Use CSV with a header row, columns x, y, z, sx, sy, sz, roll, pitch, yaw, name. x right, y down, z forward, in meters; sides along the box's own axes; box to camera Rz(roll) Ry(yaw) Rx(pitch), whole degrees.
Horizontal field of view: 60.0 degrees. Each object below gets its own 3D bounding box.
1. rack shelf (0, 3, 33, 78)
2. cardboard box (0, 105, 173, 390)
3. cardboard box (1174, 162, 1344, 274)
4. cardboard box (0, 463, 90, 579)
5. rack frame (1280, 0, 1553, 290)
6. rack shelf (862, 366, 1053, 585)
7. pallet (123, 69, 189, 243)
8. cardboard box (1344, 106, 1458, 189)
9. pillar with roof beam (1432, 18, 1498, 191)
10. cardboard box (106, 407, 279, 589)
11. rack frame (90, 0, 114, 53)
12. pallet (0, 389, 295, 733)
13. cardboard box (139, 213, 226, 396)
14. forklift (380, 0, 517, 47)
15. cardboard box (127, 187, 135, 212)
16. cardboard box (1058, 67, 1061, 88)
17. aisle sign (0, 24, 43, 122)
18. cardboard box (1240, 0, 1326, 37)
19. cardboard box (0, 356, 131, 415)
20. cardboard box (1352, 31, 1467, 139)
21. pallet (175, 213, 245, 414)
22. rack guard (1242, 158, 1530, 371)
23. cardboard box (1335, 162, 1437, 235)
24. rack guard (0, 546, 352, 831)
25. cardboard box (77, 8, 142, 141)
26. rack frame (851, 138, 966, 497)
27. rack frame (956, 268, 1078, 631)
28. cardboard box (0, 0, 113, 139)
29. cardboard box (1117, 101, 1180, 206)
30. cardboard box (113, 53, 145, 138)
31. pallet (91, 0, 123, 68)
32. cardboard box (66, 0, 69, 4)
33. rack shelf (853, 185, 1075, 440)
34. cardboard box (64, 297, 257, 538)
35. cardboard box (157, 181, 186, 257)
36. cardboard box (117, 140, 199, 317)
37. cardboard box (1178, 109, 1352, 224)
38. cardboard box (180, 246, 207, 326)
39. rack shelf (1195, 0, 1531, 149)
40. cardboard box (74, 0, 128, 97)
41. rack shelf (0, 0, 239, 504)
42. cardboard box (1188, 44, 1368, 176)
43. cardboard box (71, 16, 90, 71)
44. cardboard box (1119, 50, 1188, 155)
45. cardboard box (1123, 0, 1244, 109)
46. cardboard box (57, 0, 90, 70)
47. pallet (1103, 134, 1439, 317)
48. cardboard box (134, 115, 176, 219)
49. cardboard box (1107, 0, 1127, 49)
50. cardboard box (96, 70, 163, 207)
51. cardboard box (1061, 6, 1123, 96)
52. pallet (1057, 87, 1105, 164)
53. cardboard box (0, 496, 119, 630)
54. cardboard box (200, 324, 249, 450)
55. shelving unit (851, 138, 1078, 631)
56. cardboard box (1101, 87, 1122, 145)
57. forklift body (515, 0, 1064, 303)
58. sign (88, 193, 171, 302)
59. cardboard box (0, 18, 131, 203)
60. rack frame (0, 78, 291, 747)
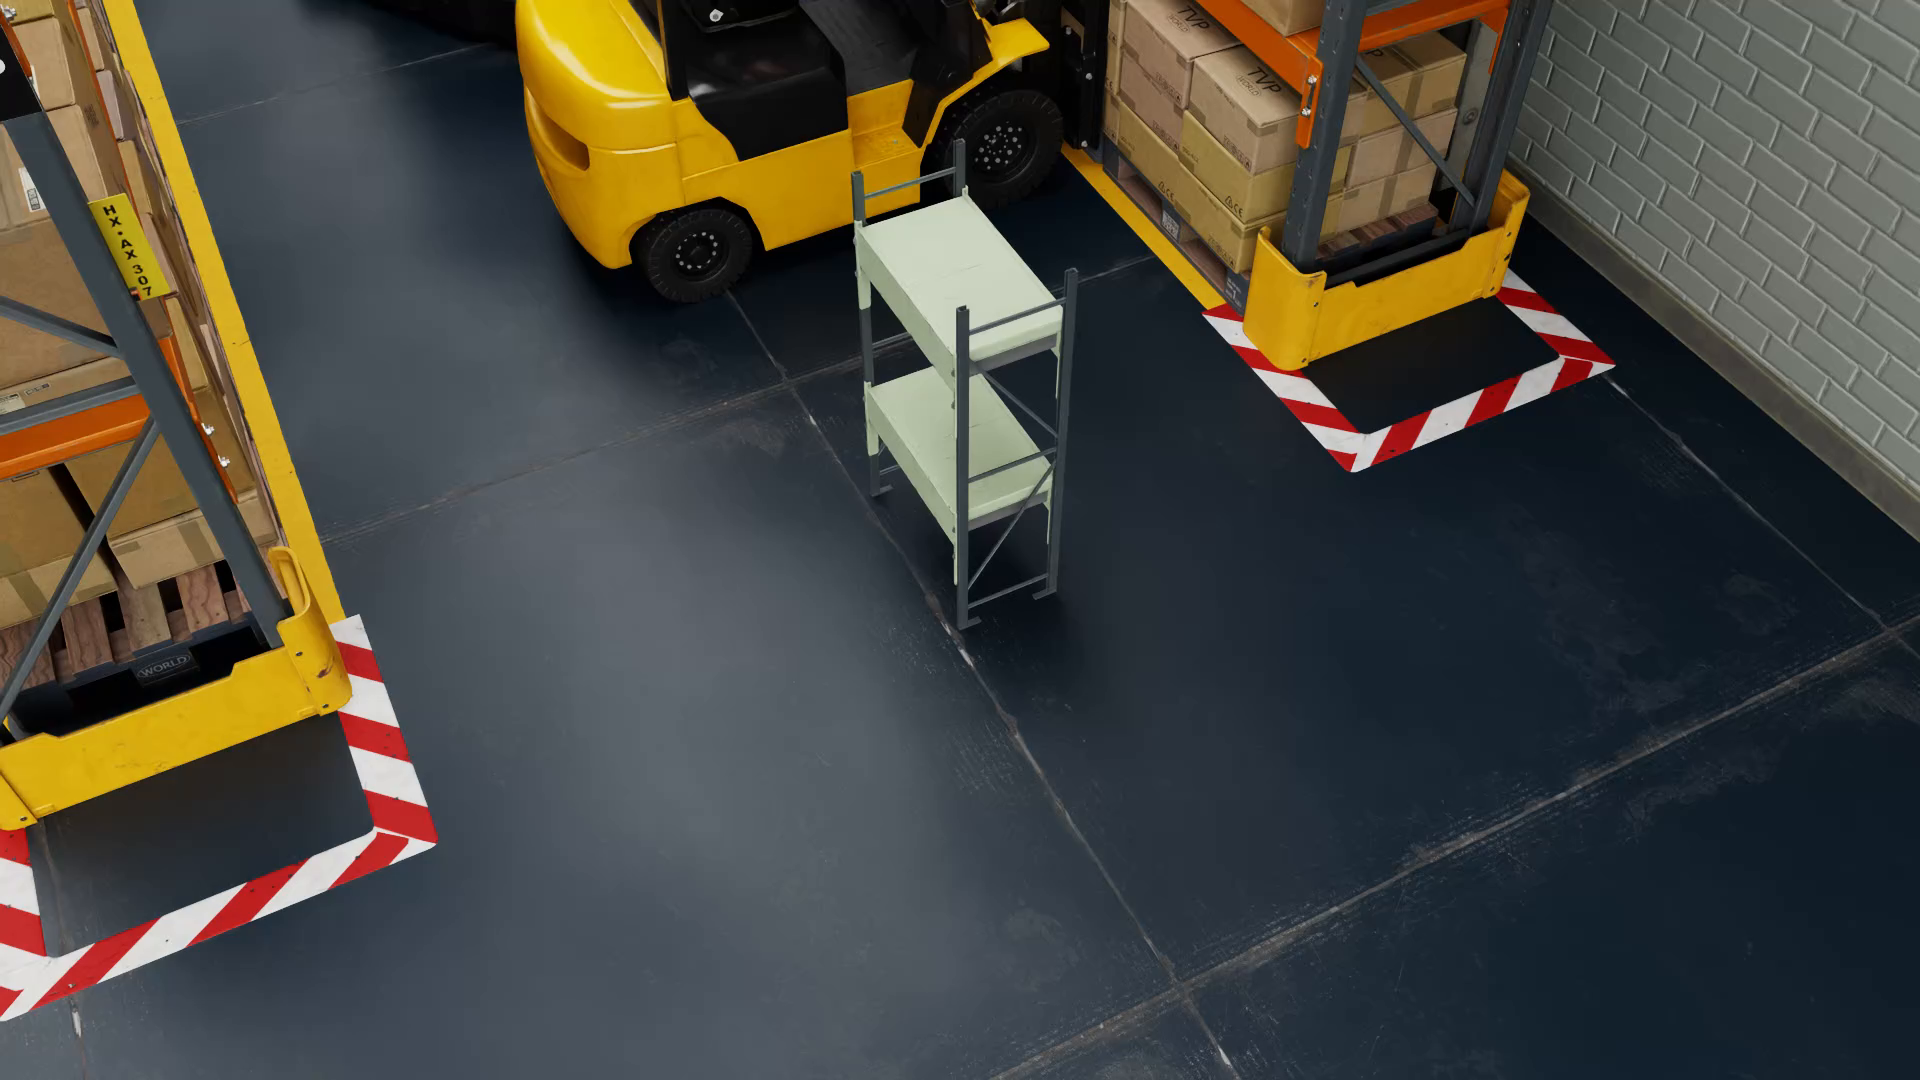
x,y,z,sx,sy,sz,roll,pitch,yaw,name
-3.569,-2.377,4.821,1.077,0.370,4.000,-21,52,-18,rack shelf
-2.624,-0.831,4.720,0.500,0.500,0.500,-22,52,-18,cardboard box
1.262,-1.439,7.063,0.500,0.250,0.500,-21,52,-17,cardboard box
-3.252,-0.214,5.494,0.500,0.500,0.500,-21,52,-17,cardboard box
1.758,-2.000,6.007,1.000,3.000,0.127,-21,52,-18,rack frame
0.003,-0.275,5.927,0.431,0.370,0.720,-21,52,-18,rack shelf
-4.146,-1.610,7.518,1.003,0.211,1.213,-21,52,-18,pallet
1.727,-1.784,7.033,0.500,0.250,0.500,-20,52,-17,cardboard box
-1.587,-3.269,3.131,9.100,9.000,0.400,-21,52,-18,pillar with roof beam
-2.777,-0.156,5.941,0.500,0.250,0.500,-22,52,-18,cardboard box
-4.484,-2.965,6.851,1.000,3.000,0.127,-21,52,-18,rack frame
-3.029,0.023,6.089,1.003,0.211,1.213,-21,52,-18,pallet
-3.032,-0.767,5.978,0.500,0.500,0.500,-23,53,-19,cardboard box
-3.079,-4.215,7.989,3.031,2.935,1.130,22,52,18,forklift
-2.878,-1.059,5.350,0.380,0.149,0.250,-20,52,-17,cardboard box
0.564,-2.453,7.950,0.500,0.250,0.500,-20,52,-16,cardboard box
-2.350,-1.209,3.588,0.394,0.787,0.004,-21,52,-18,aisle sign
1.299,-2.272,6.178,0.500,0.500,0.500,-22,52,-18,cardboard box
-2.625,-0.504,4.865,0.380,0.149,0.250,-21,52,-17,cardboard box
1.706,-1.949,6.845,0.500,0.250,0.500,-22,52,-18,cardboard box
-3.583,-0.792,6.803,1.003,0.211,1.213,-21,52,-18,pallet
1.769,-1.161,6.933,1.175,0.500,0.348,-21,52,-18,rack guard
1.707,-1.629,7.230,0.500,0.250,0.500,-21,52,-17,cardboard box
-2.689,0.484,5.494,1.175,0.500,0.348,-21,52,-18,rack guard
-3.741,-1.802,6.882,0.500,0.500,0.500,-20,52,-17,cardboard box
-0.164,-0.734,5.896,0.400,1.500,0.023,-21,52,-18,rack frame
0.171,-0.244,5.467,0.400,1.500,0.023,-21,52,-18,rack frame
-3.098,-1.517,5.320,0.500,0.500,0.500,-22,52,-18,cardboard box
1.043,-1.775,7.357,0.500,0.250,0.500,-21,52,-18,cardboard box
-3.975,-1.895,7.462,0.500,0.250,0.500,-19,52,-16,cardboard box
-4.842,-2.568,8.355,1.003,0.211,1.213,-21,52,-18,pallet
-3.598,-2.093,6.255,0.380,0.149,0.250,-22,52,-18,cardboard box
0.003,-0.746,5.388,0.431,0.370,0.720,-21,52,-18,rack shelf
-2.789,-0.419,5.673,0.500,0.500,0.500,-23,53,-19,cardboard box
-3.494,-1.200,6.855,0.500,0.250,0.500,-20,52,-17,cardboard box
-3.254,-1.106,6.274,0.500,0.500,0.500,-20,52,-17,cardboard box
1.257,-1.616,6.886,0.500,0.250,0.500,-22,52,-18,cardboard box
-3.265,-0.861,6.558,0.500,0.250,0.500,-18,51,-15,cardboard box
0.843,-3.102,7.448,1.077,0.370,4.000,-21,52,-18,rack shelf
-3.975,-2.141,7.180,0.500,0.500,0.500,-22,52,-18,cardboard box
-3.569,-1.390,5.951,1.077,0.370,4.000,-21,52,-18,rack shelf
1.270,-1.763,6.683,0.500,0.250,0.500,-20,52,-16,cardboard box
-3.358,-1.752,5.957,0.380,0.149,0.250,-21,52,-17,cardboard box
1.037,-1.955,7.183,0.500,0.250,0.500,-22,52,-18,cardboard box
1.031,-2.103,6.980,0.500,0.250,0.500,-20,52,-17,cardboard box
-3.338,-1.855,5.616,0.500,0.500,0.500,-22,52,-18,cardboard box
1.371,-1.580,7.491,1.003,0.211,1.213,-21,52,-18,pallet
-3.722,-1.542,7.154,0.500,0.250,0.500,-22,53,-18,cardboard box
0.791,-2.437,7.272,0.500,0.250,0.500,-21,52,-17,cardboard box
-3.506,-1.460,6.584,0.500,0.500,0.500,-19,51,-16,cardboard box
0.782,-2.293,7.479,0.500,0.250,0.500,-22,52,-18,cardboard box
0.816,-2.395,8.204,1.003,0.211,1.213,-21,52,-18,pallet
-3.274,0.015,5.792,0.500,0.250,0.500,-21,52,-18,cardboard box
-3.004,-0.500,6.242,0.500,0.250,0.500,-19,52,-16,cardboard box
0.003,-0.489,5.682,0.431,1.500,0.755,-21,52,-18,shelving unit
0.822,-2.113,7.653,0.500,0.250,0.500,-21,52,-17,cardboard box
-0.732,-2.361,6.886,2.313,2.155,1.214,-21,52,-18,forklift body
-2.172,-0.760,4.347,0.100,0.325,0.005,-21,52,-18,sign
-2.864,-1.177,5.022,0.500,0.500,0.500,-20,52,-16,cardboard box
-2.654,-0.288,4.509,1.000,3.000,0.127,-21,52,-18,rack frame
